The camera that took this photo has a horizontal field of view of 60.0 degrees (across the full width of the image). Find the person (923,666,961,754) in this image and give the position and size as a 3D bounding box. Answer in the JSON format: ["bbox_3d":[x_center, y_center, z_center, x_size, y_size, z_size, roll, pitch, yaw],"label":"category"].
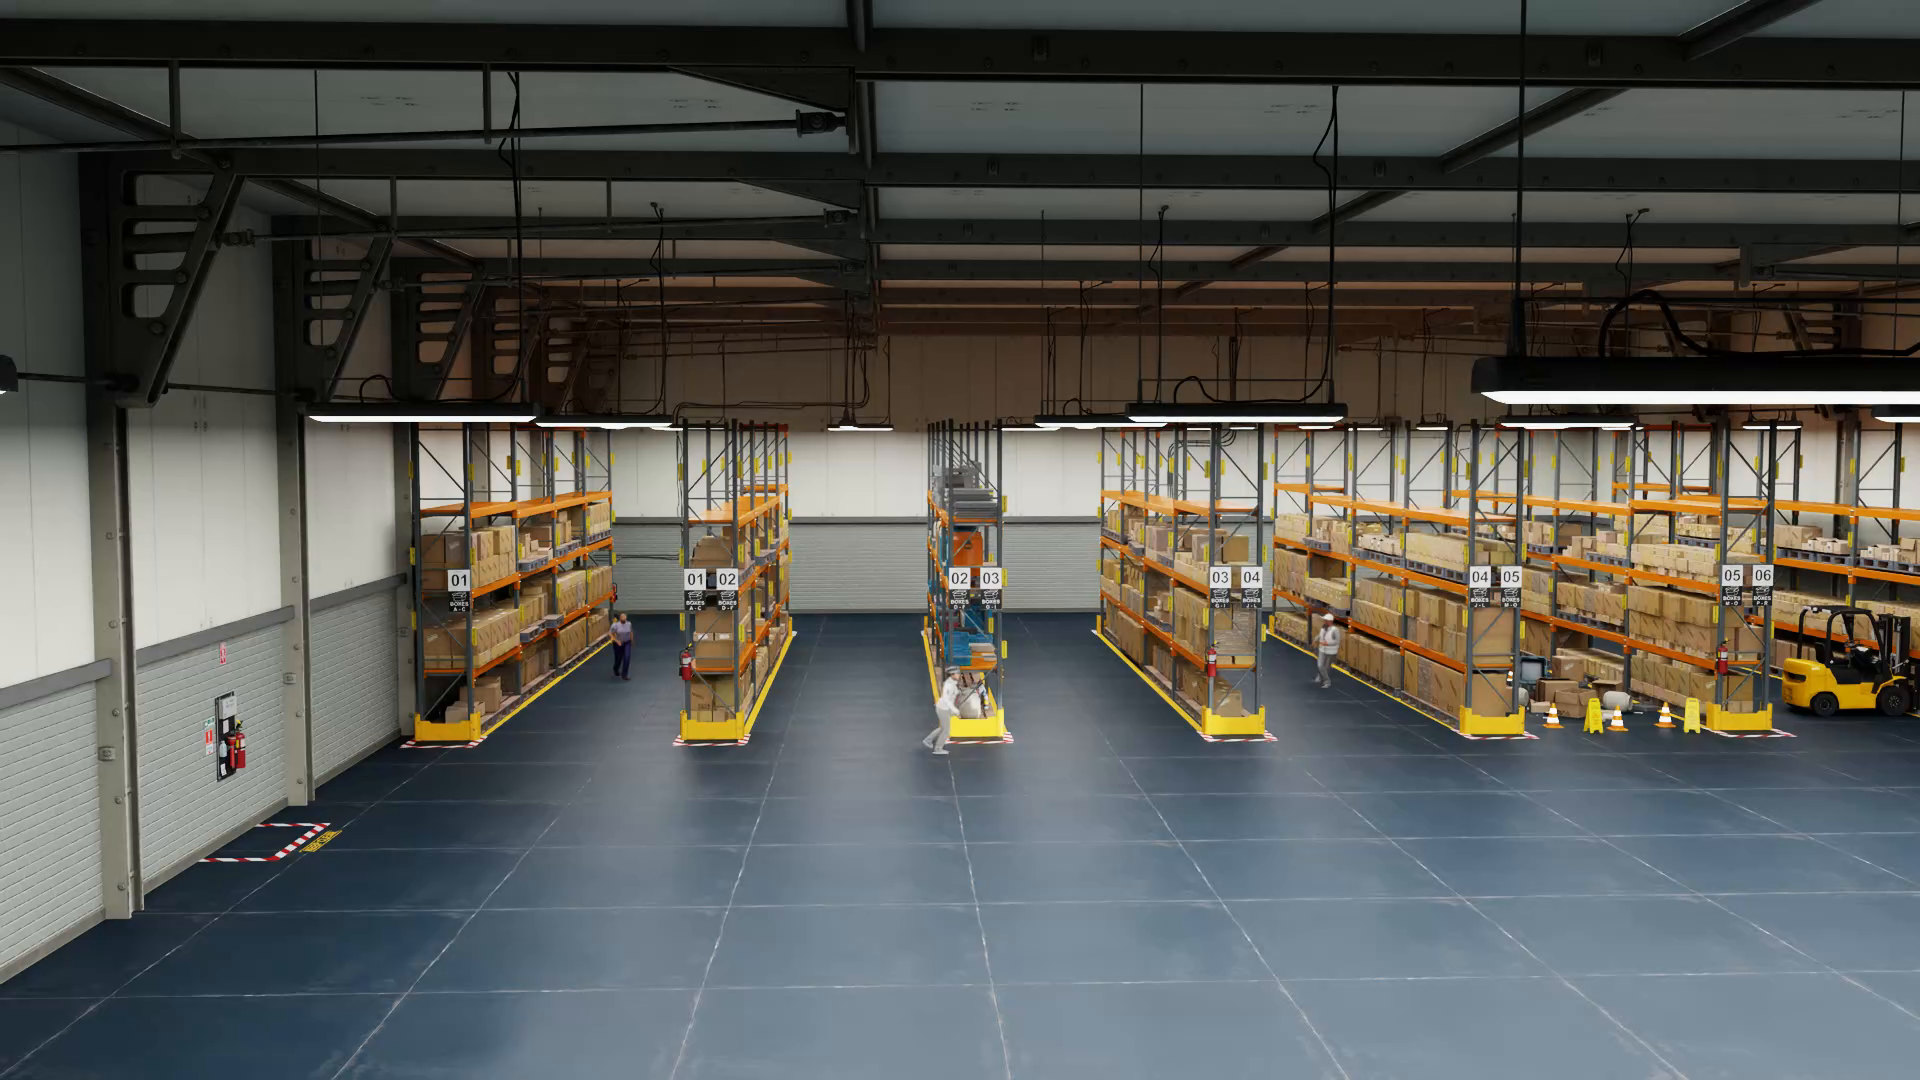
[{"bbox_3d":[-0.330,3.022,29.630,0.712,1.604,0.573,0,4,7],"label":"person"}]

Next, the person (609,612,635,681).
[{"bbox_3d":[-7.899,2.460,38.752,0.607,1.590,0.734,-2,4,-25],"label":"person"}]

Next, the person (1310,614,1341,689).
[{"bbox_3d":[8.264,2.497,37.474,0.759,1.716,0.664,2,4,32],"label":"person"}]
